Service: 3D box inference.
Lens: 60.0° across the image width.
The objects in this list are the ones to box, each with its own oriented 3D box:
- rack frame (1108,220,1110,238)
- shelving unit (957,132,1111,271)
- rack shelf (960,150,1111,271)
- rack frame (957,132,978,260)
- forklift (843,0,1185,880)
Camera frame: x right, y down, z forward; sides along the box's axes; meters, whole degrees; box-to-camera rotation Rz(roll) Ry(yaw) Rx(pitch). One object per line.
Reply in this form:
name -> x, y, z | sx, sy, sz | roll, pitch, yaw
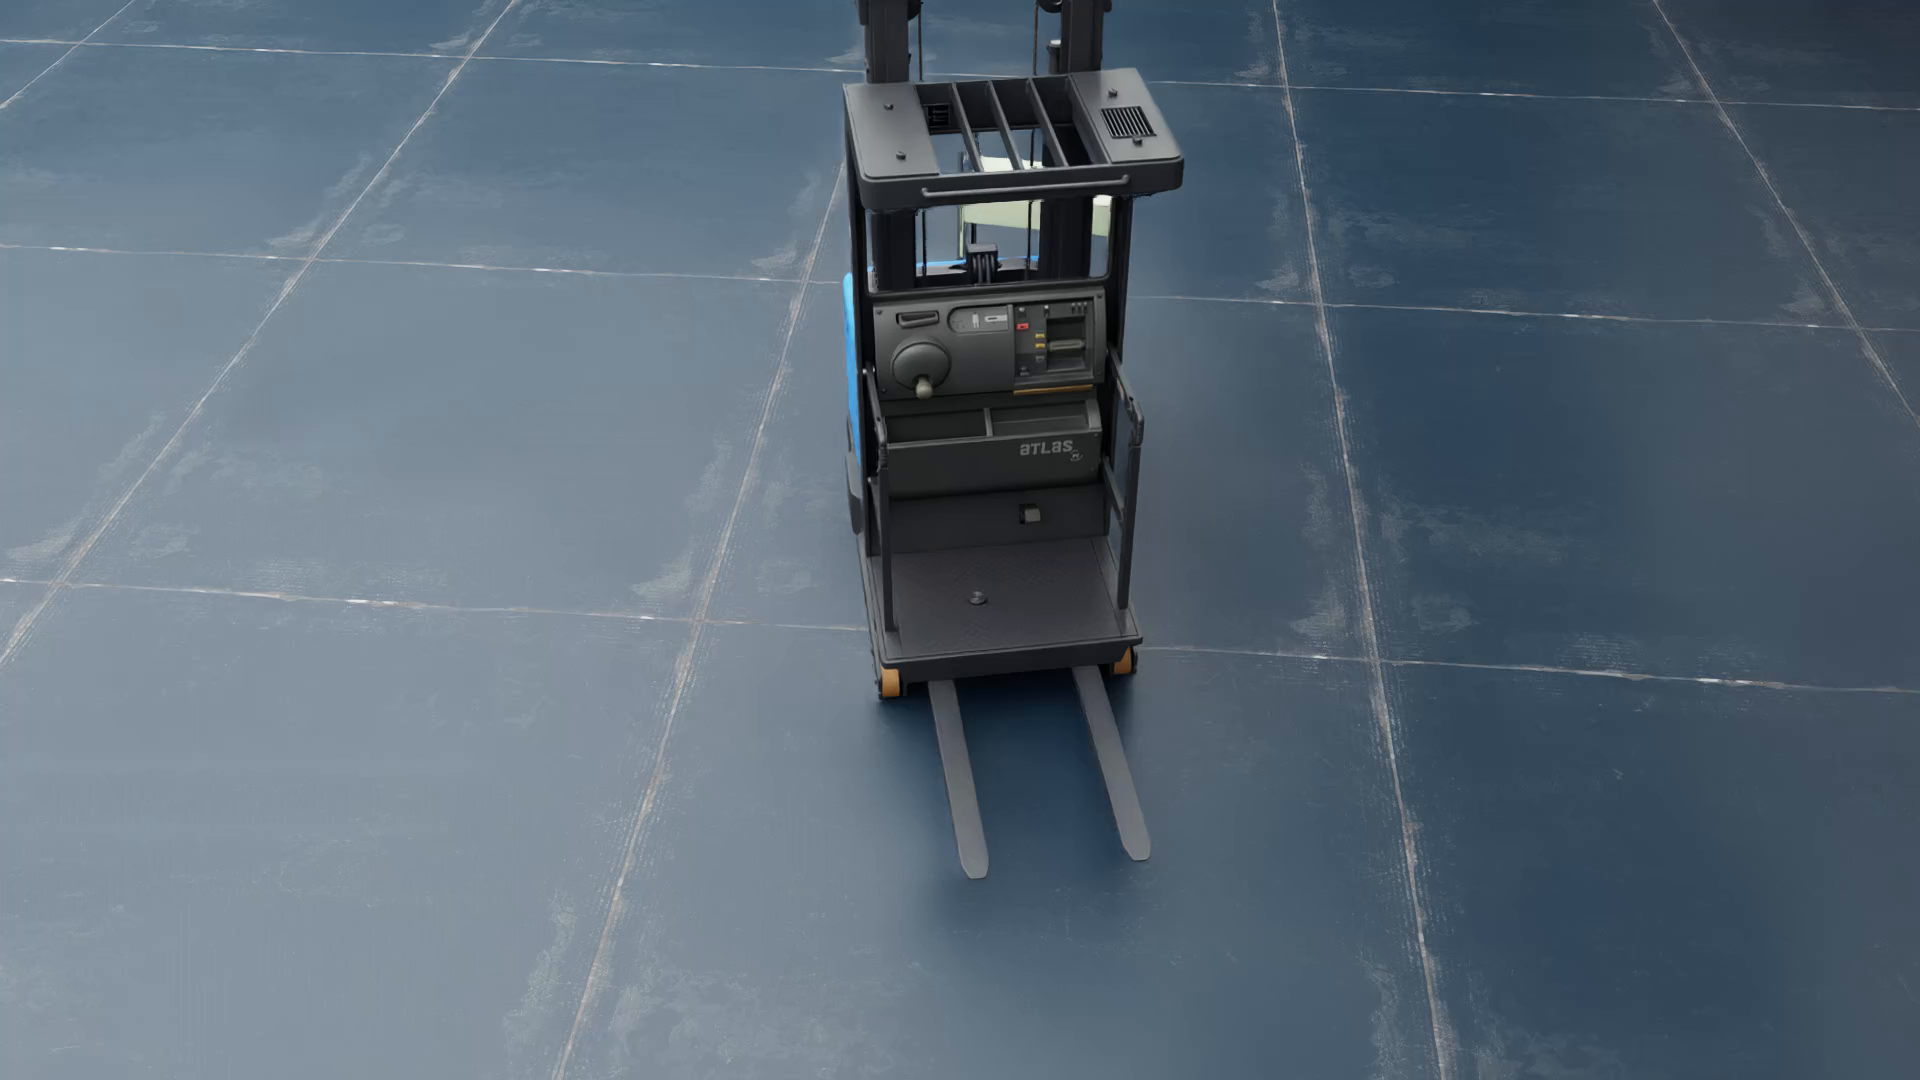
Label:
rack frame -> 0.750, -1.247, 8.255 | 0.023, 1.500, 0.400 | 7, 38, 9
shelving unit -> 0.391, -1.293, 8.311 | 0.755, 1.500, 0.431 | 7, 38, 9
rack shelf -> 0.393, -1.602, 8.073 | 0.720, 0.370, 0.431 | 7, 38, 9
rack frame -> 0.032, -1.339, 8.367 | 0.023, 1.500, 0.400 | 7, 38, 9
forklift -> 0.155, -0.705, 6.465 | 1.130, 2.935, 3.031 | -5, 39, -6
